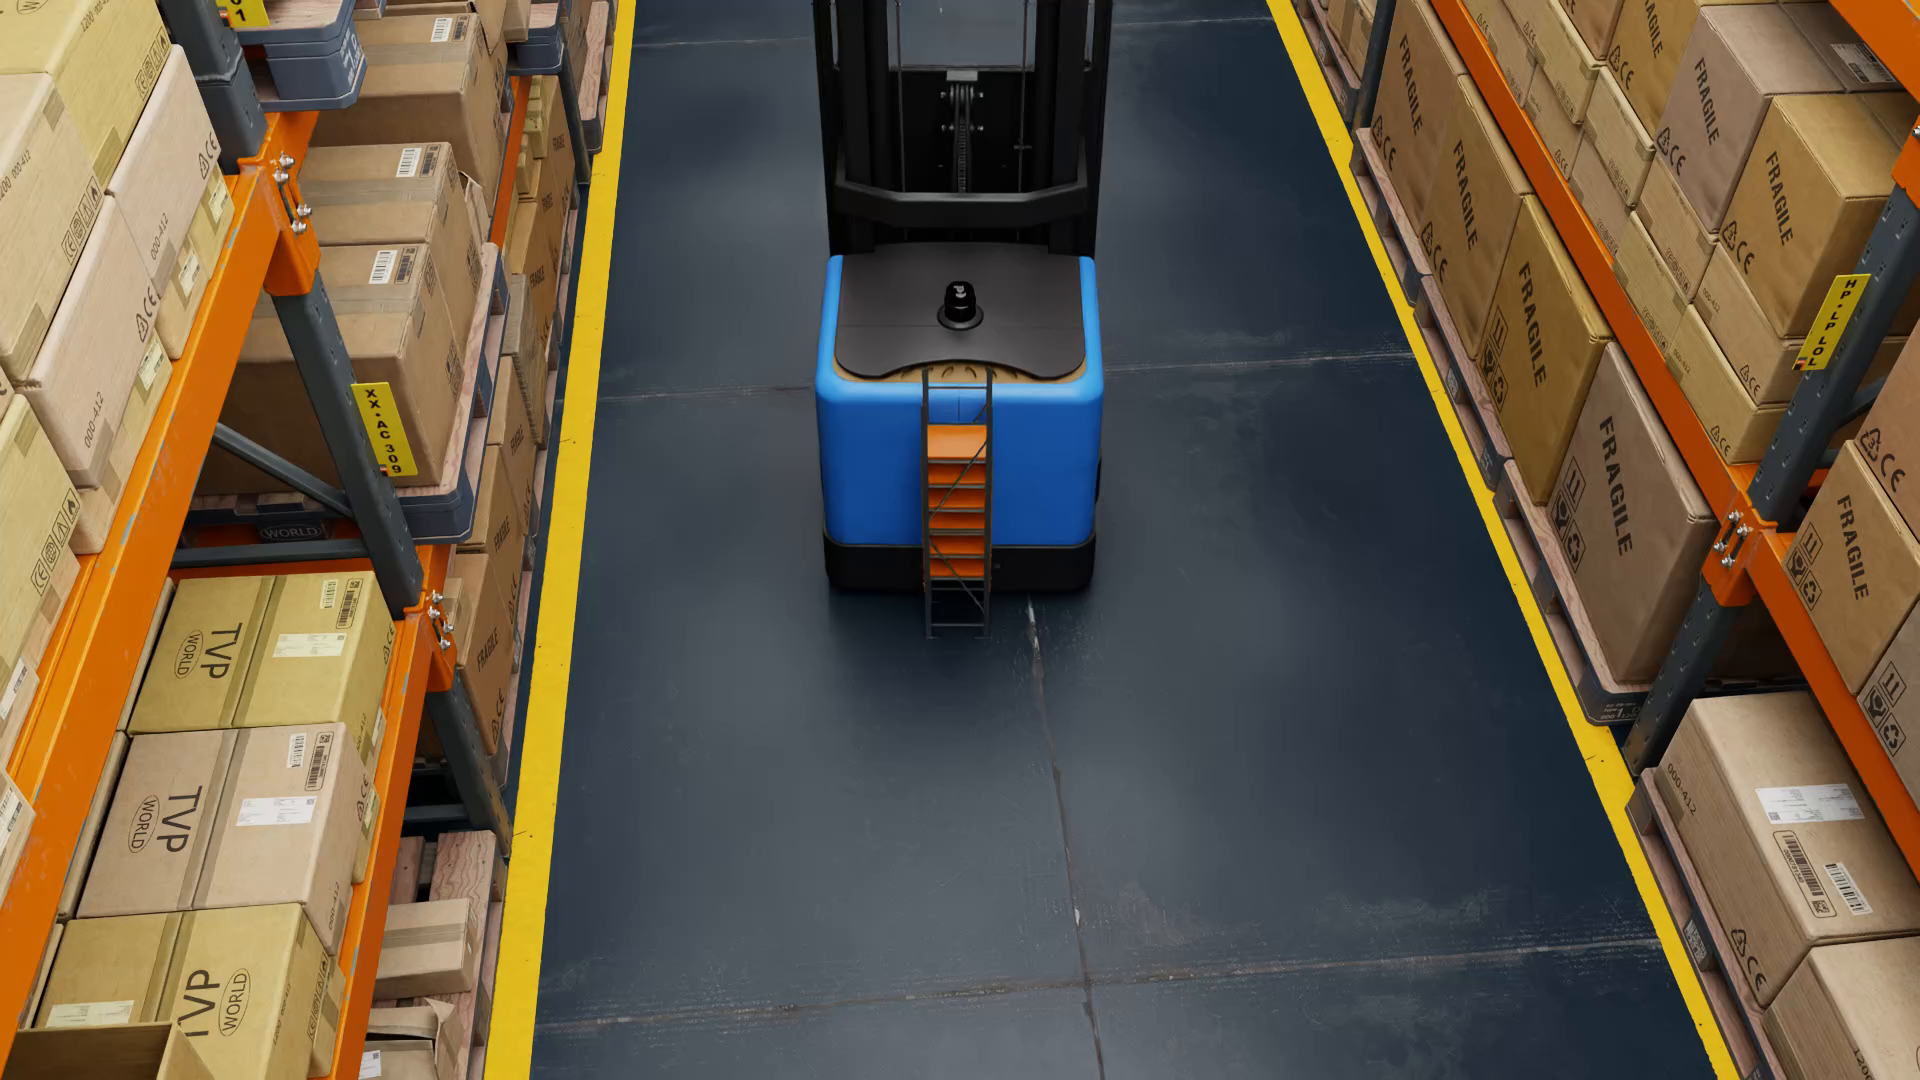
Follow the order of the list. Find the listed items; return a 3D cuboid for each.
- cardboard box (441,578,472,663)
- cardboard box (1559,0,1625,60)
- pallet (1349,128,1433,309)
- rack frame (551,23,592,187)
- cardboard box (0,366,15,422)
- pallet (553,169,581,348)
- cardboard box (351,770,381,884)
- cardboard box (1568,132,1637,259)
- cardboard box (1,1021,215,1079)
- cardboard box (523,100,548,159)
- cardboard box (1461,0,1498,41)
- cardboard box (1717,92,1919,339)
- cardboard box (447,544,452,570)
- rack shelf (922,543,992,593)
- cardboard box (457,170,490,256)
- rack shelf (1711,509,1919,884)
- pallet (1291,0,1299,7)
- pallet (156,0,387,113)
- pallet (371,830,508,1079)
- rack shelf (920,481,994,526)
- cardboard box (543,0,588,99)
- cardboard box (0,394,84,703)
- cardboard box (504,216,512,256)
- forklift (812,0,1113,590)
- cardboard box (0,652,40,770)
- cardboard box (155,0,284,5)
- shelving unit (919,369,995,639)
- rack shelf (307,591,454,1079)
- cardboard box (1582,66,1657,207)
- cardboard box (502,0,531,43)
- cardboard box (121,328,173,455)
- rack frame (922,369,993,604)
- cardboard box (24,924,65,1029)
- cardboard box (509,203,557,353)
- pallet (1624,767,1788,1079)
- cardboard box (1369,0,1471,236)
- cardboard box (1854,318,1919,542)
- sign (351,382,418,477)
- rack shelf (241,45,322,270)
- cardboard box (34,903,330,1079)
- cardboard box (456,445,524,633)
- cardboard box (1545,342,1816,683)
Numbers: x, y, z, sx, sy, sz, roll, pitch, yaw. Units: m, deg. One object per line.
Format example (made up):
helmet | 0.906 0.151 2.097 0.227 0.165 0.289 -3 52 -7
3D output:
cardboard box | -1.815 0.267 5.417 0.380 0.149 0.250 -1 47 -1
cardboard box | 2.477 -2.056 5.874 0.500 0.500 0.500 -3 47 -3
pallet | 2.552 -1.614 8.134 1.003 0.211 1.213 -3 47 -3
rack frame | -2.385 -2.844 7.377 1.000 3.000 0.127 -3 47 -3
cardboard box | -1.682 -0.120 2.285 0.500 0.250 0.500 -3 47 -3
pallet | -2.360 -1.342 7.876 1.003 0.211 1.213 -3 47 -3
cardboard box | -1.682 0.726 4.170 0.380 0.149 0.250 -2 47 -2
cardboard box | 2.543 -1.247 5.968 0.500 0.250 0.500 -5 47 -4
cardboard box | -1.610 1.206 2.924 0.500 0.500 0.500 -2 47 -2
cardboard box | -2.037 -1.814 7.388 0.380 0.149 0.250 -6 47 -5
cardboard box | 2.412 -2.357 7.020 0.500 0.250 0.500 -5 47 -4
cardboard box | 2.609 -0.940 4.817 0.500 0.500 0.500 -2 47 -2
cardboard box | -1.884 -0.021 5.485 0.380 0.149 0.250 -6 47 -5
rack shelf | -0.010 0.096 6.225 0.258 0.103 0.180 0 47 0
cardboard box | -1.784 -1.077 5.507 0.396 0.266 0.258 -1 47 -1
rack shelf | 3.064 1.440 3.816 1.077 0.370 4.000 -3 47 -3
pallet | 2.398 -3.635 10.048 1.003 0.211 1.213 -3 47 -3
pallet | -2.034 -1.393 4.067 1.213 0.211 1.003 -3 47 -3
pallet | -1.993 1.506 5.178 1.003 0.211 1.213 -3 47 -3
rack shelf | -0.010 -0.152 5.963 0.258 0.103 0.180 0 47 0
cardboard box | -2.423 -2.624 8.515 0.875 0.625 0.625 -2 47 -2
cardboard box | -1.674 0.049 2.470 0.500 0.250 0.500 -3 47 -2
cardboard box | -2.061 -1.247 6.851 0.380 0.149 0.250 -4 47 -4
forklift | 0.012 -1.866 6.498 1.130 2.935 3.031 0 47 0
cardboard box | -1.658 0.275 2.531 0.380 0.149 0.250 -3 47 -3
cardboard box | -1.679 -1.314 3.677 0.380 0.149 0.250 -3 47 -3
shelving unit | -0.010 -0.100 6.018 0.258 1.200 0.189 0 47 0
rack shelf | -1.882 1.745 3.527 1.077 0.370 4.000 -3 47 -3
cardboard box | 2.518 -1.414 5.783 0.500 0.250 0.500 -2 47 -2
cardboard box | -1.974 -2.193 6.575 0.500 0.250 0.500 -5 47 -5
cardboard box | -1.694 -0.281 3.057 0.380 0.149 0.250 -2 47 -2
rack frame | -0.009 -0.166 6.081 0.240 1.200 0.006 0 47 0
cardboard box | -2.187 1.110 3.531 0.500 0.250 0.500 -3 47 -2
cardboard box | -2.057 -1.095 7.153 0.500 0.500 0.500 -2 47 -2
pallet | 2.882 1.260 5.412 1.003 0.211 1.213 -3 47 -3
cardboard box | 2.536 -2.057 7.807 0.875 0.875 0.875 -4 47 -4
cardboard box | 2.695 -0.273 4.185 0.500 0.500 0.500 -3 47 -3
sign | -1.510 -0.286 4.359 0.100 0.325 0.005 -3 47 -3
rack shelf | -2.217 -2.181 5.179 1.077 0.370 4.000 -3 47 -3
cardboard box | -1.679 1.076 3.563 0.500 0.250 0.500 -4 47 -4
cardboard box | -1.920 0.017 6.100 0.500 0.500 0.500 -4 47 -4
cardboard box | 2.765 -0.112 5.964 0.875 0.875 0.875 -2 47 -2
